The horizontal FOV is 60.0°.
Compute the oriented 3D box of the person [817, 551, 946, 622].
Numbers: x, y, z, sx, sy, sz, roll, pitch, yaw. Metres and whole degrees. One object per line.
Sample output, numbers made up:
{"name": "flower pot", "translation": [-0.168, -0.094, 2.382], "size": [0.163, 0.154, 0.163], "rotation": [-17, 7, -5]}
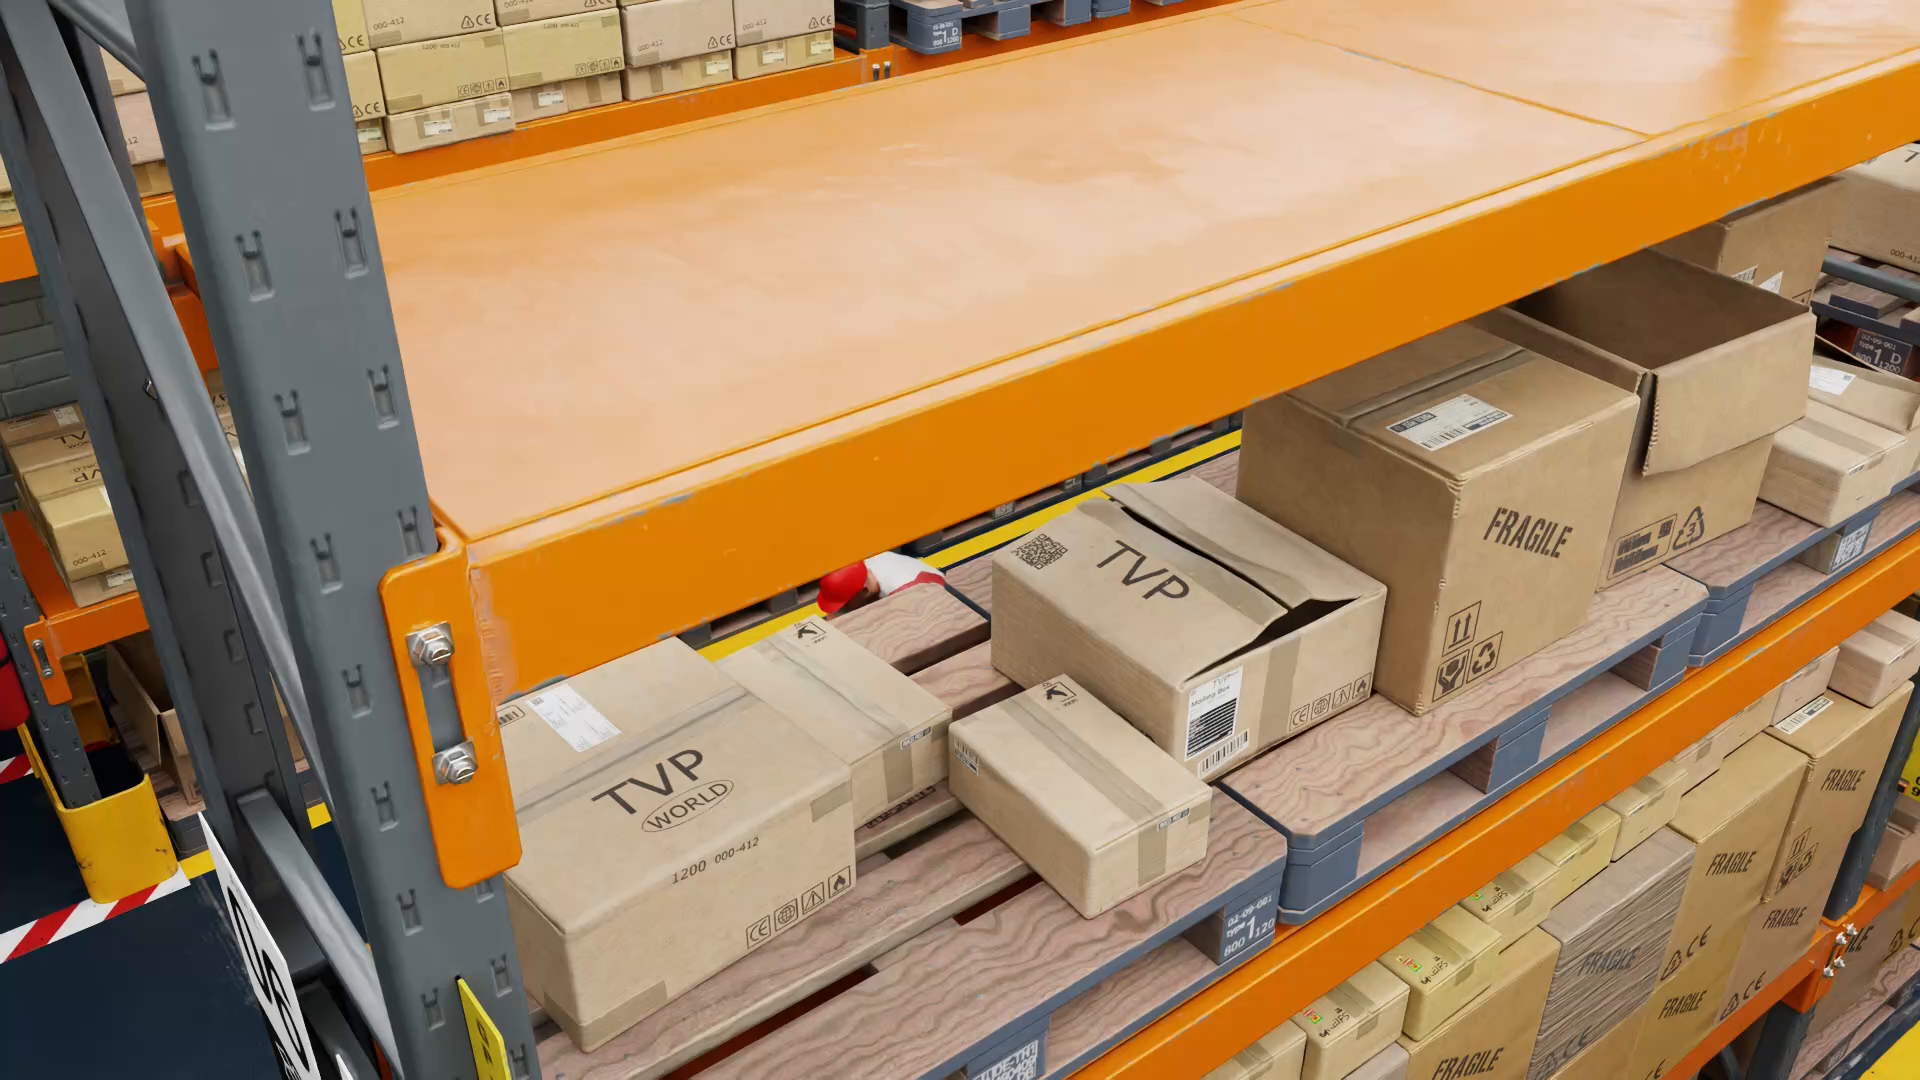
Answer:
{"name": "person", "translation": [-0.338, 0.397, 7.734], "size": [0.893, 0.996, 0.544], "rotation": [-23, 39, -32]}
